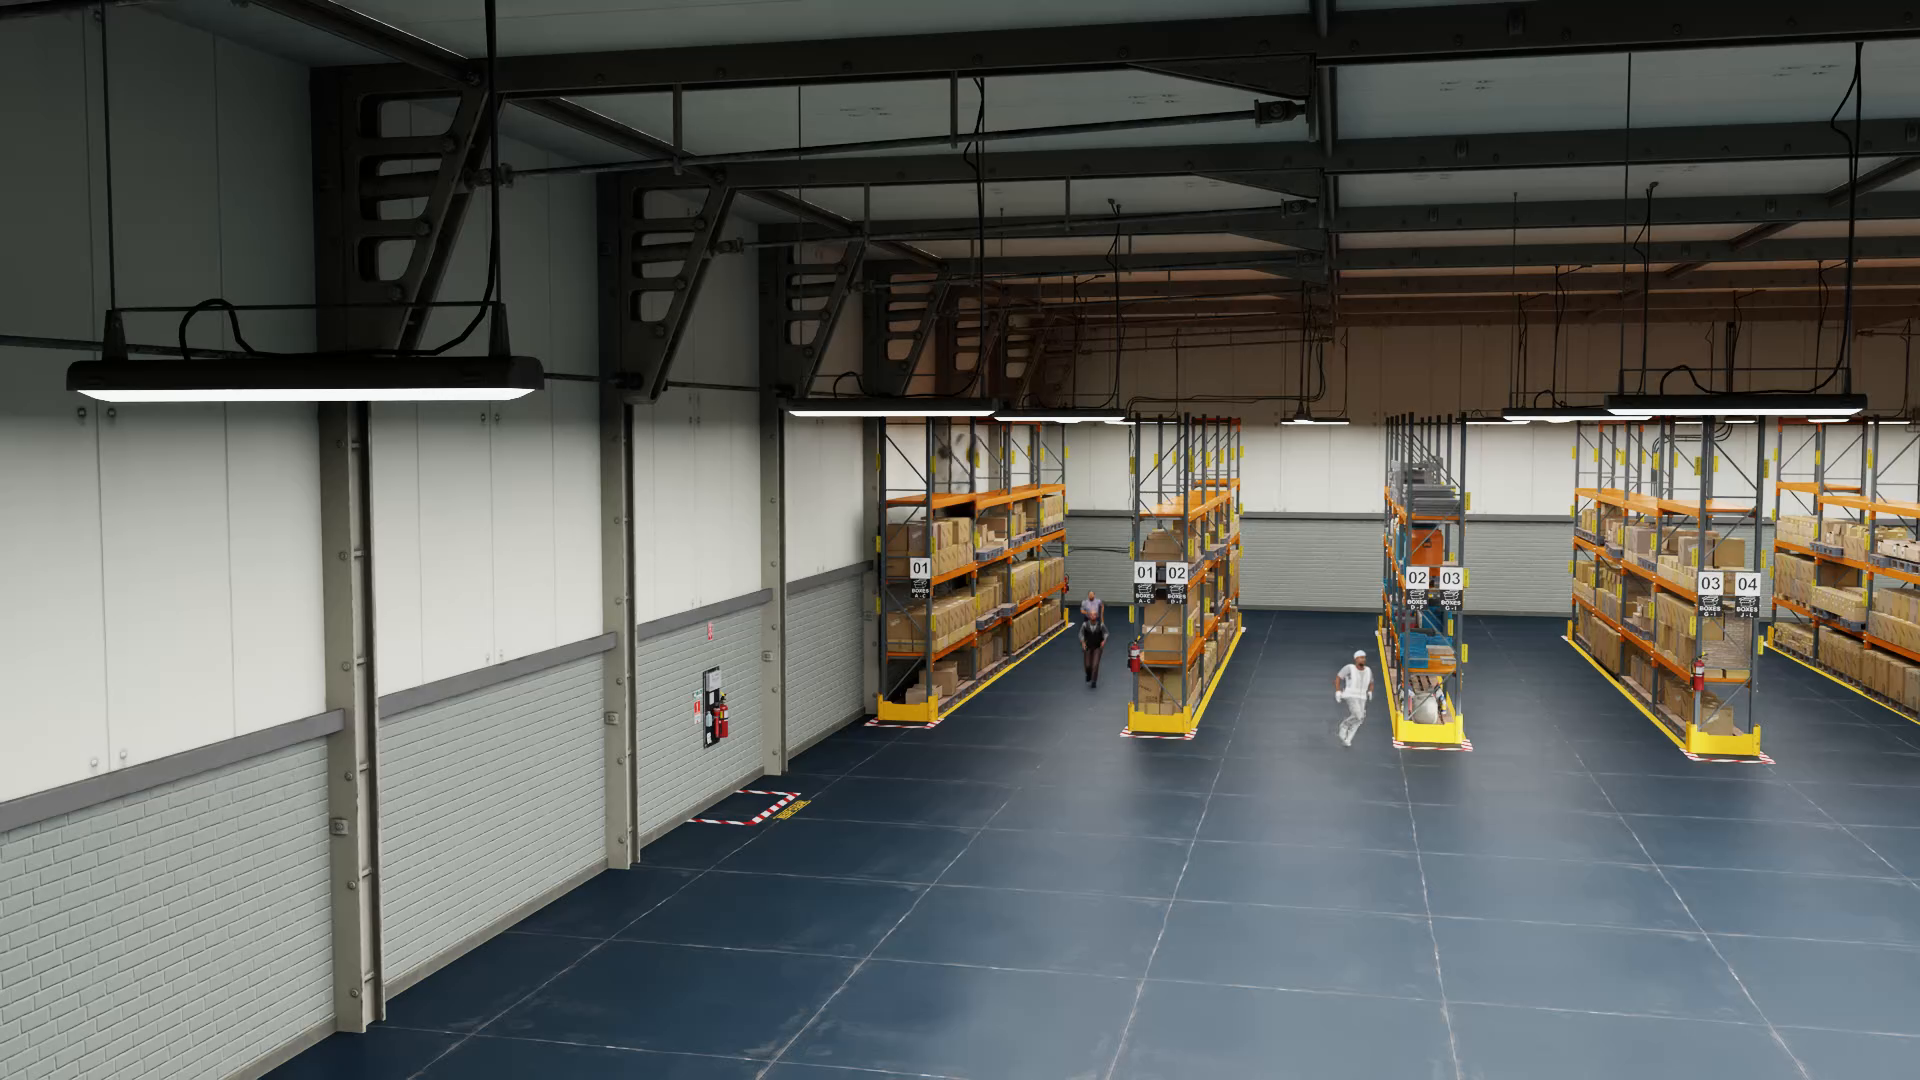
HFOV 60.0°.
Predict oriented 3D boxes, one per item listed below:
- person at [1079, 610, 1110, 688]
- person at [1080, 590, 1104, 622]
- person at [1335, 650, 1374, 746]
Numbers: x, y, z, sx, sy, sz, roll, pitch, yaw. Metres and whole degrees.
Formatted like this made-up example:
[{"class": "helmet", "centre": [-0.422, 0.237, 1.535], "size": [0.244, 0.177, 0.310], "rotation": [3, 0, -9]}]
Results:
[{"class": "person", "centre": [2.967, 2.398, 36.788], "size": [0.682, 1.702, 0.605], "rotation": [1, 4, 8]}, {"class": "person", "centre": [3.297, 2.122, 41.537], "size": [0.574, 1.717, 0.779], "rotation": [0, 4, 7]}, {"class": "person", "centre": [7.145, 2.847, 29.857], "size": [0.732, 1.709, 0.566], "rotation": [-1, 4, -20]}]
